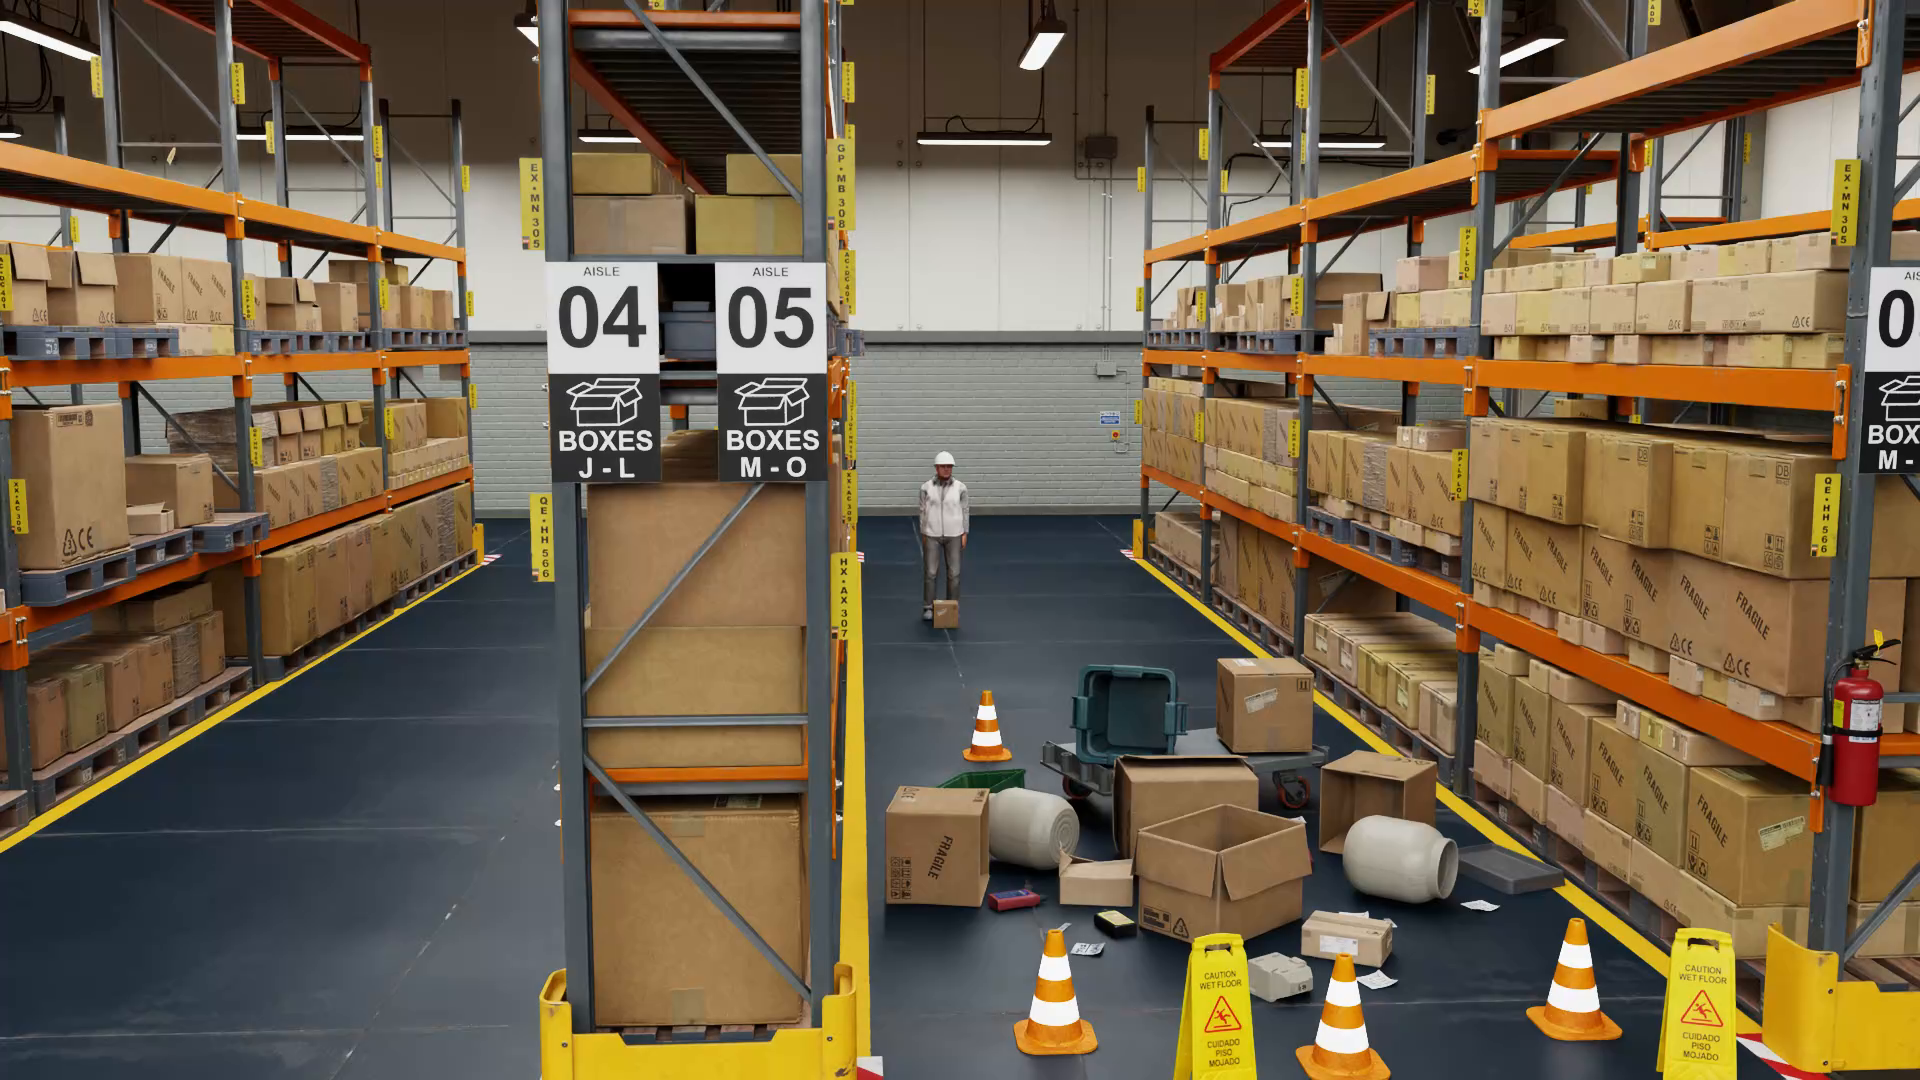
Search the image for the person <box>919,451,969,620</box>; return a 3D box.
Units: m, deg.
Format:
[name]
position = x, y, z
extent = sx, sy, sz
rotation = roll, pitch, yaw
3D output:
[person]
position = -0.166, -0.047, 17.548
extent = 0.532, 1.767, 0.359
rotation = 0, 7, -2
